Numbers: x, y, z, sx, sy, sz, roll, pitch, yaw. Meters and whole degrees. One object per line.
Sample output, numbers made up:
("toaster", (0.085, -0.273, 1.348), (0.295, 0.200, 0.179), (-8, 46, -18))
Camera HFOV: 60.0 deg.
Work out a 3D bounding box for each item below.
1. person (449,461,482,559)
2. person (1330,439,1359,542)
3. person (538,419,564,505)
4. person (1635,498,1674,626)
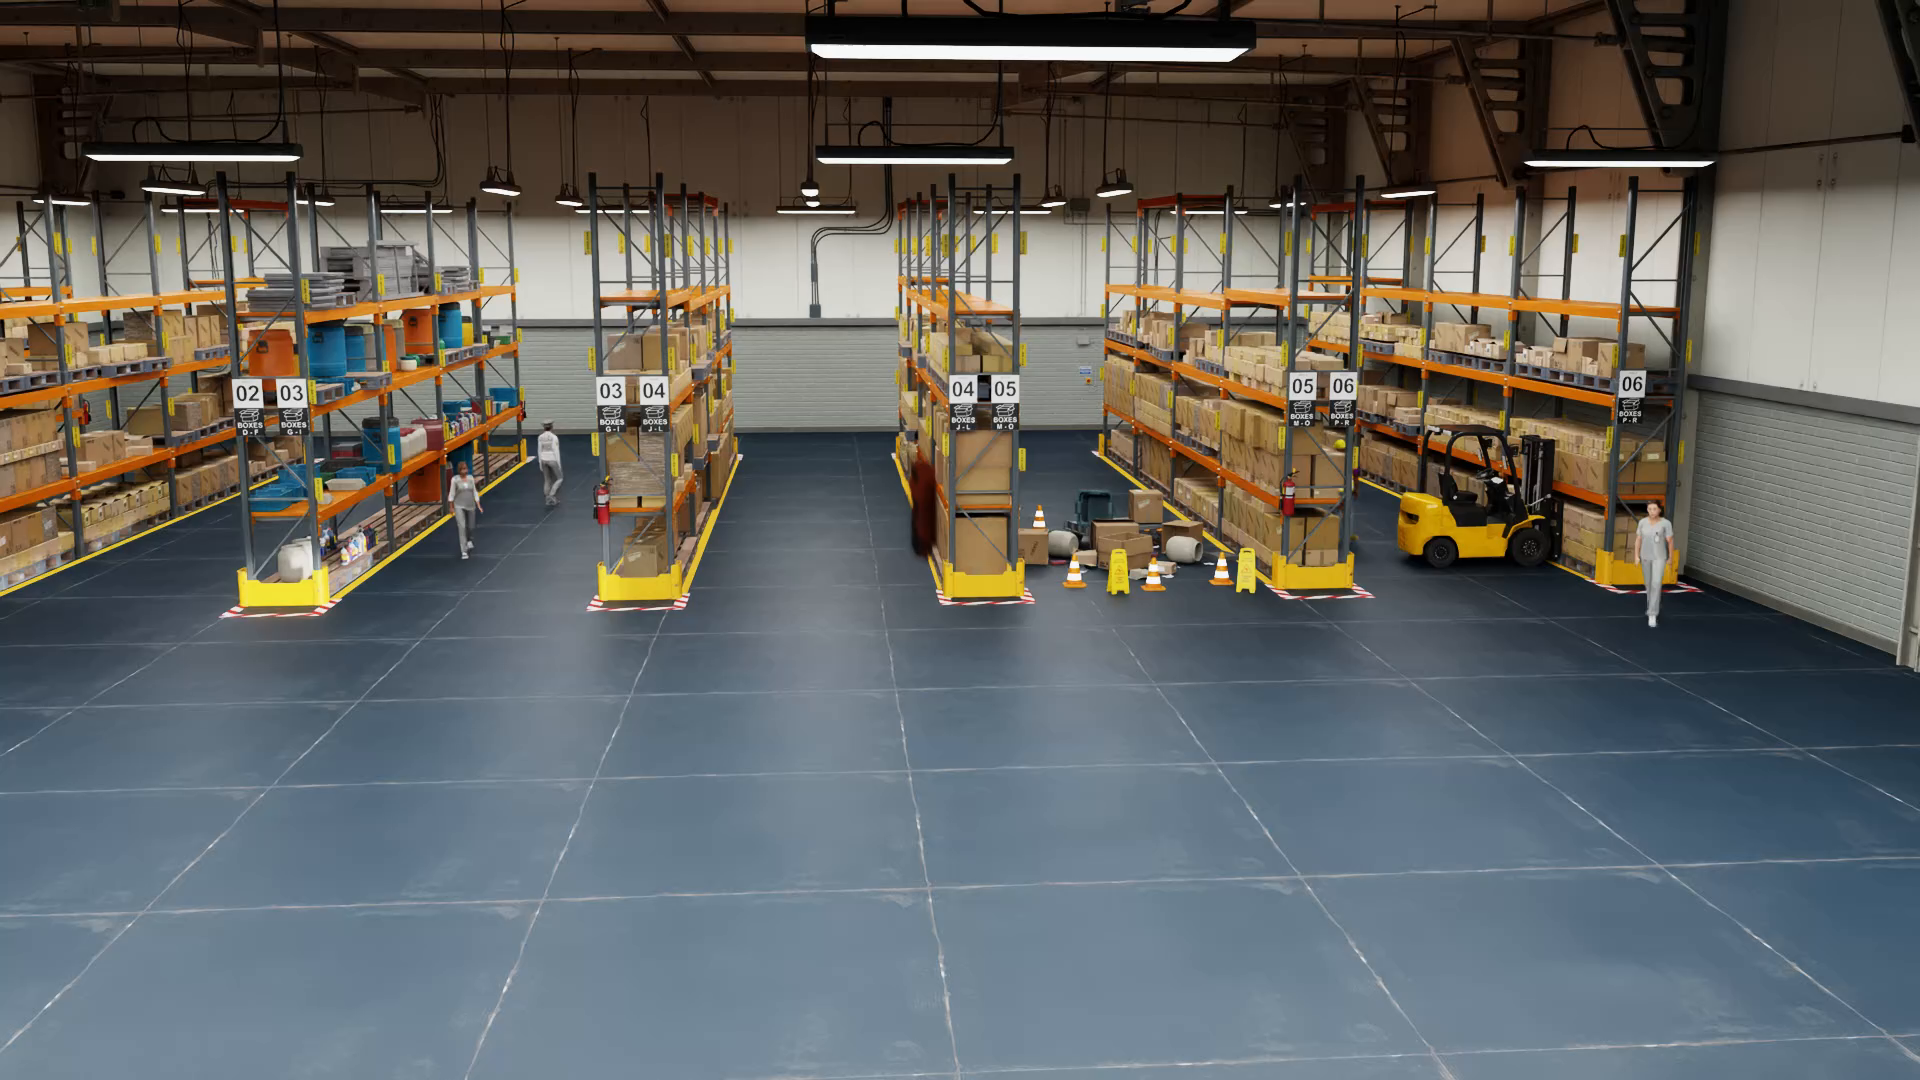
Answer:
("person", (-8.056, -0.524, 27.082), (0.497, 1.549, 0.916), (-4, 11, -23))
("person", (6.514, -0.832, 28.383), (0.594, 1.765, 0.548), (-1, 10, -6))
("person", (-8.006, -1.504, 32.418), (0.514, 1.673, 0.415), (5, 11, 26))
("person", (9.336, 0.263, 22.408), (0.490, 1.650, 0.851), (10, 14, 43))
